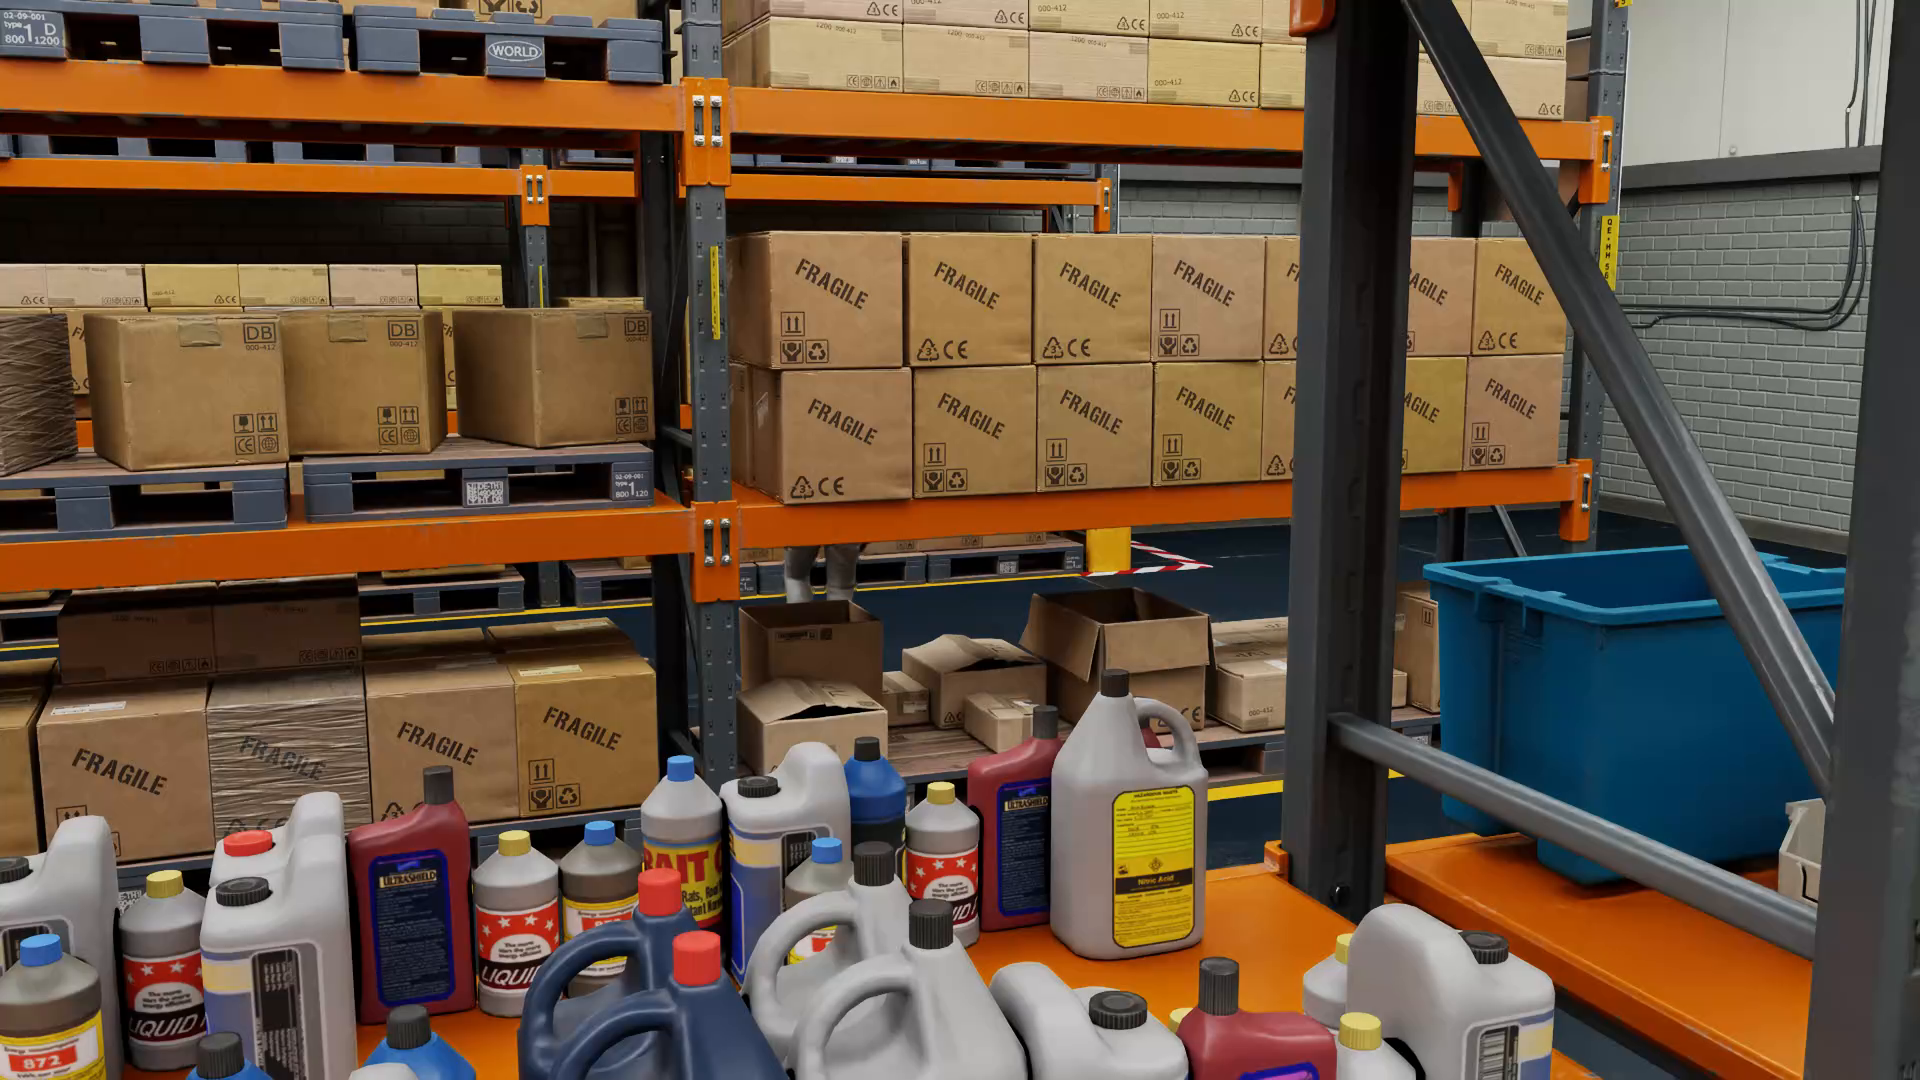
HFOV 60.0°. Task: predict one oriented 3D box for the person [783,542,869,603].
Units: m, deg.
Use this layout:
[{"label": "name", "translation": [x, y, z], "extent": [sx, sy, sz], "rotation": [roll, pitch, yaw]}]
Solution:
[{"label": "person", "translation": [-0.713, -0.093, 8.854], "extent": [0.527, 1.647, 0.511], "rotation": [-1, 9, -8]}]
